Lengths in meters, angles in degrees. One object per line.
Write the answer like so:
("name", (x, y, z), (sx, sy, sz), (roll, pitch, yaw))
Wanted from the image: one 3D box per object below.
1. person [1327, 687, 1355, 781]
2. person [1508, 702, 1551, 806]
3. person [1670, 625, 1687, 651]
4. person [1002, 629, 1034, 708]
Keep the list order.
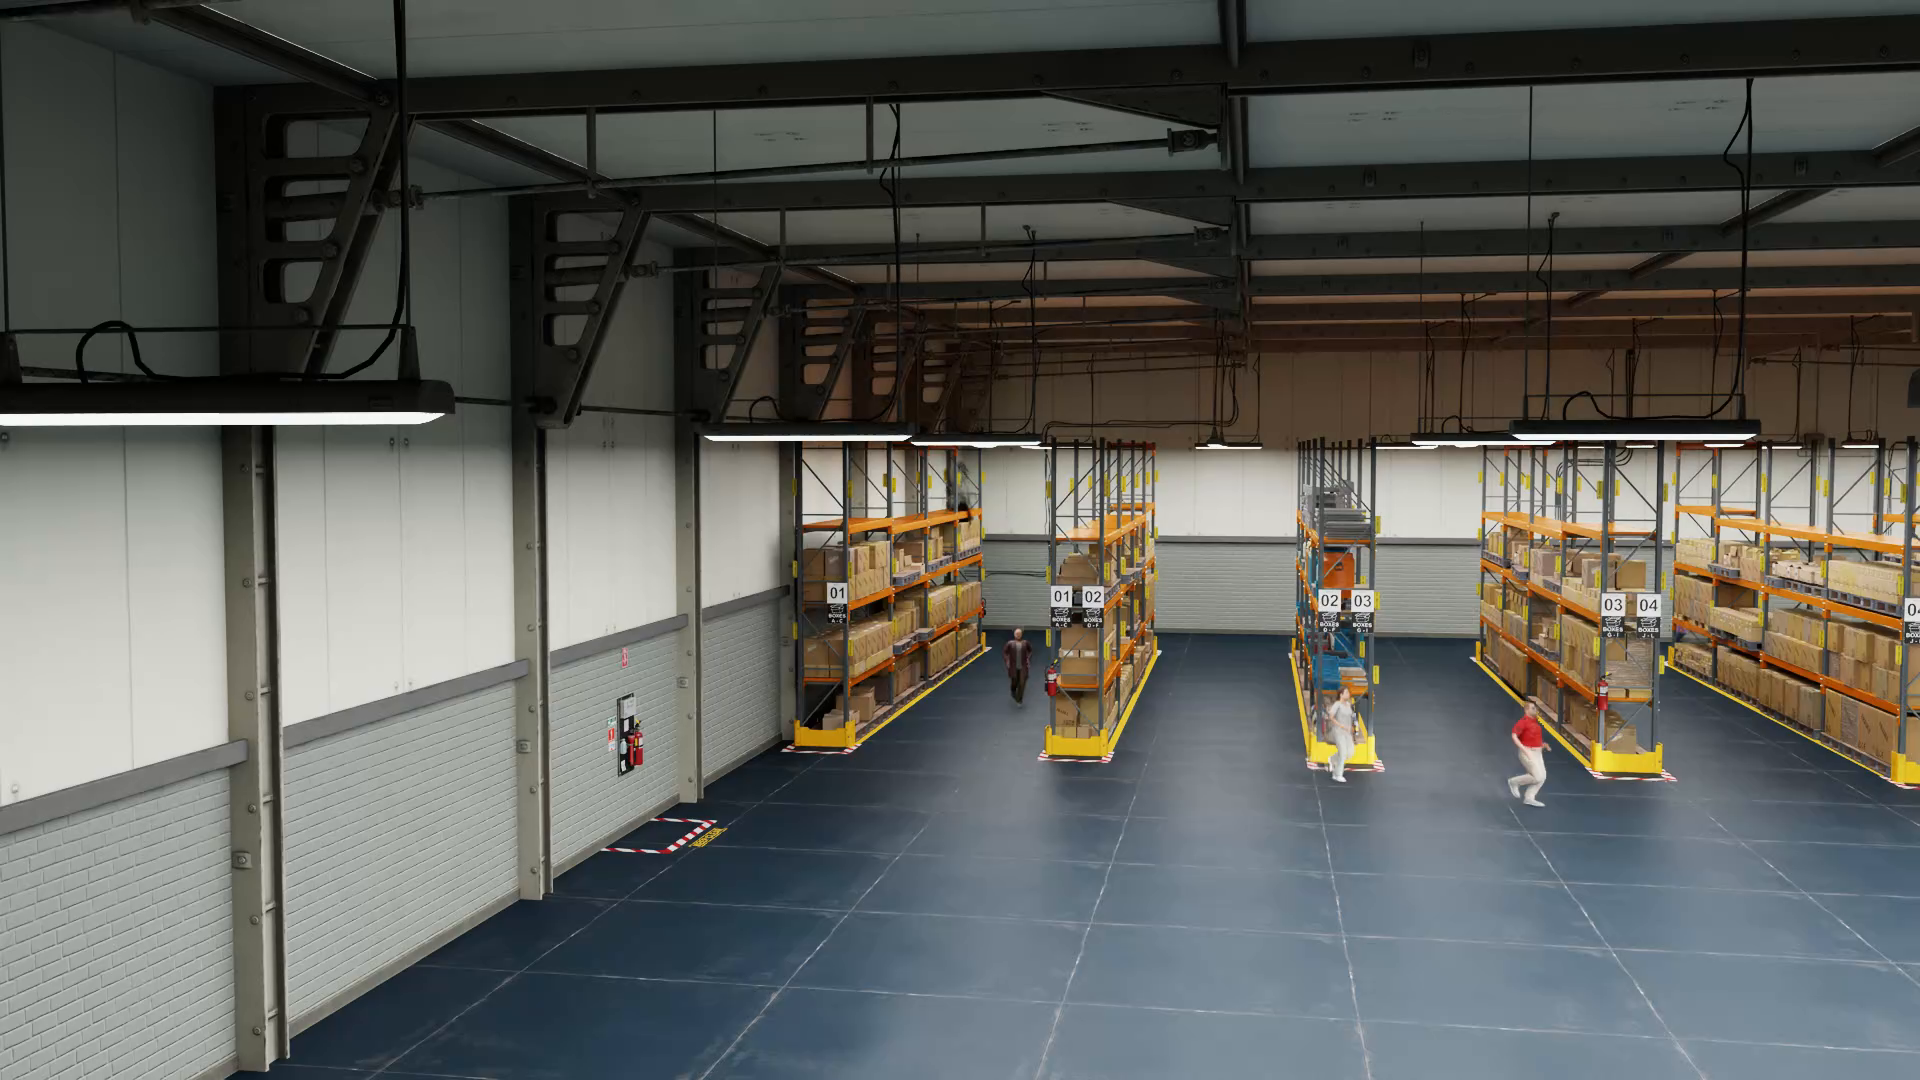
("person", (6.678, 3.385, 29.122), (0.611, 1.648, 0.574), (-2, 4, -36))
("person", (9.233, 3.463, 26.950), (0.592, 1.675, 0.679), (3, 4, 43))
("person", (19.840, 2.549, 45.697), (0.548, 1.543, 0.578), (0, 3, 4))
("person", (1.316, 2.878, 37.522), (0.710, 1.751, 0.782), (0, 3, -4))
